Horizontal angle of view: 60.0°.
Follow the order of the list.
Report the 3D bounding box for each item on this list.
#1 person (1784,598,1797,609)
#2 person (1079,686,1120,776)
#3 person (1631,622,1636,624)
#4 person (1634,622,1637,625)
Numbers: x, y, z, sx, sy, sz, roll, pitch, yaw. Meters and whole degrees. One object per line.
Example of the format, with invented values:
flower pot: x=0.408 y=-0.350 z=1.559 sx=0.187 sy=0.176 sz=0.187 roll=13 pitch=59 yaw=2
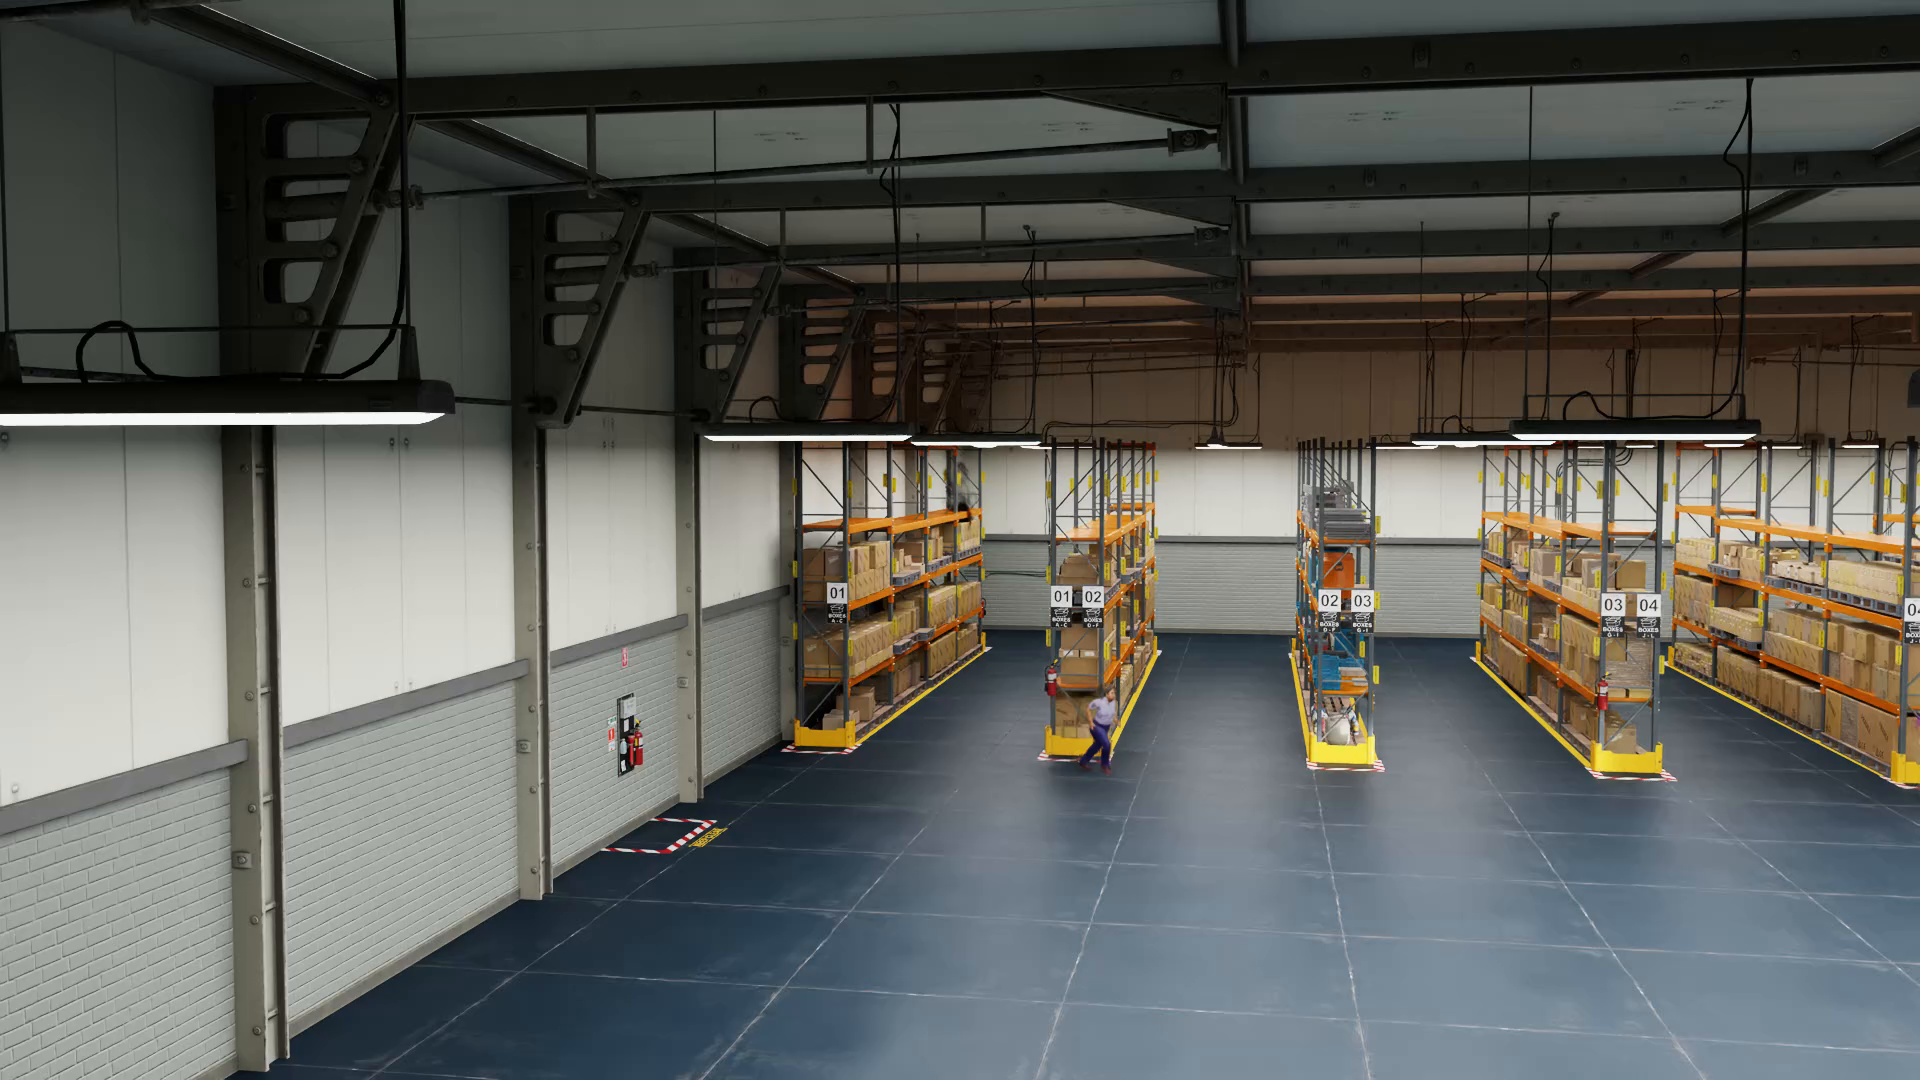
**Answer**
person: x=22.673 y=2.444 z=45.444 sx=0.754 sy=1.838 sz=0.616 roll=1 pitch=3 yaw=18
person: x=2.477 y=3.384 z=29.649 sx=0.871 sy=1.599 sz=0.568 roll=3 pitch=4 yaw=45
person: x=17.849 y=2.573 z=44.375 sx=0.654 sy=1.704 sz=0.767 roll=1 pitch=3 yaw=14
person: x=17.470 y=2.668 z=42.578 sx=0.549 sy=1.585 sz=0.808 roll=1 pitch=3 yaw=19
